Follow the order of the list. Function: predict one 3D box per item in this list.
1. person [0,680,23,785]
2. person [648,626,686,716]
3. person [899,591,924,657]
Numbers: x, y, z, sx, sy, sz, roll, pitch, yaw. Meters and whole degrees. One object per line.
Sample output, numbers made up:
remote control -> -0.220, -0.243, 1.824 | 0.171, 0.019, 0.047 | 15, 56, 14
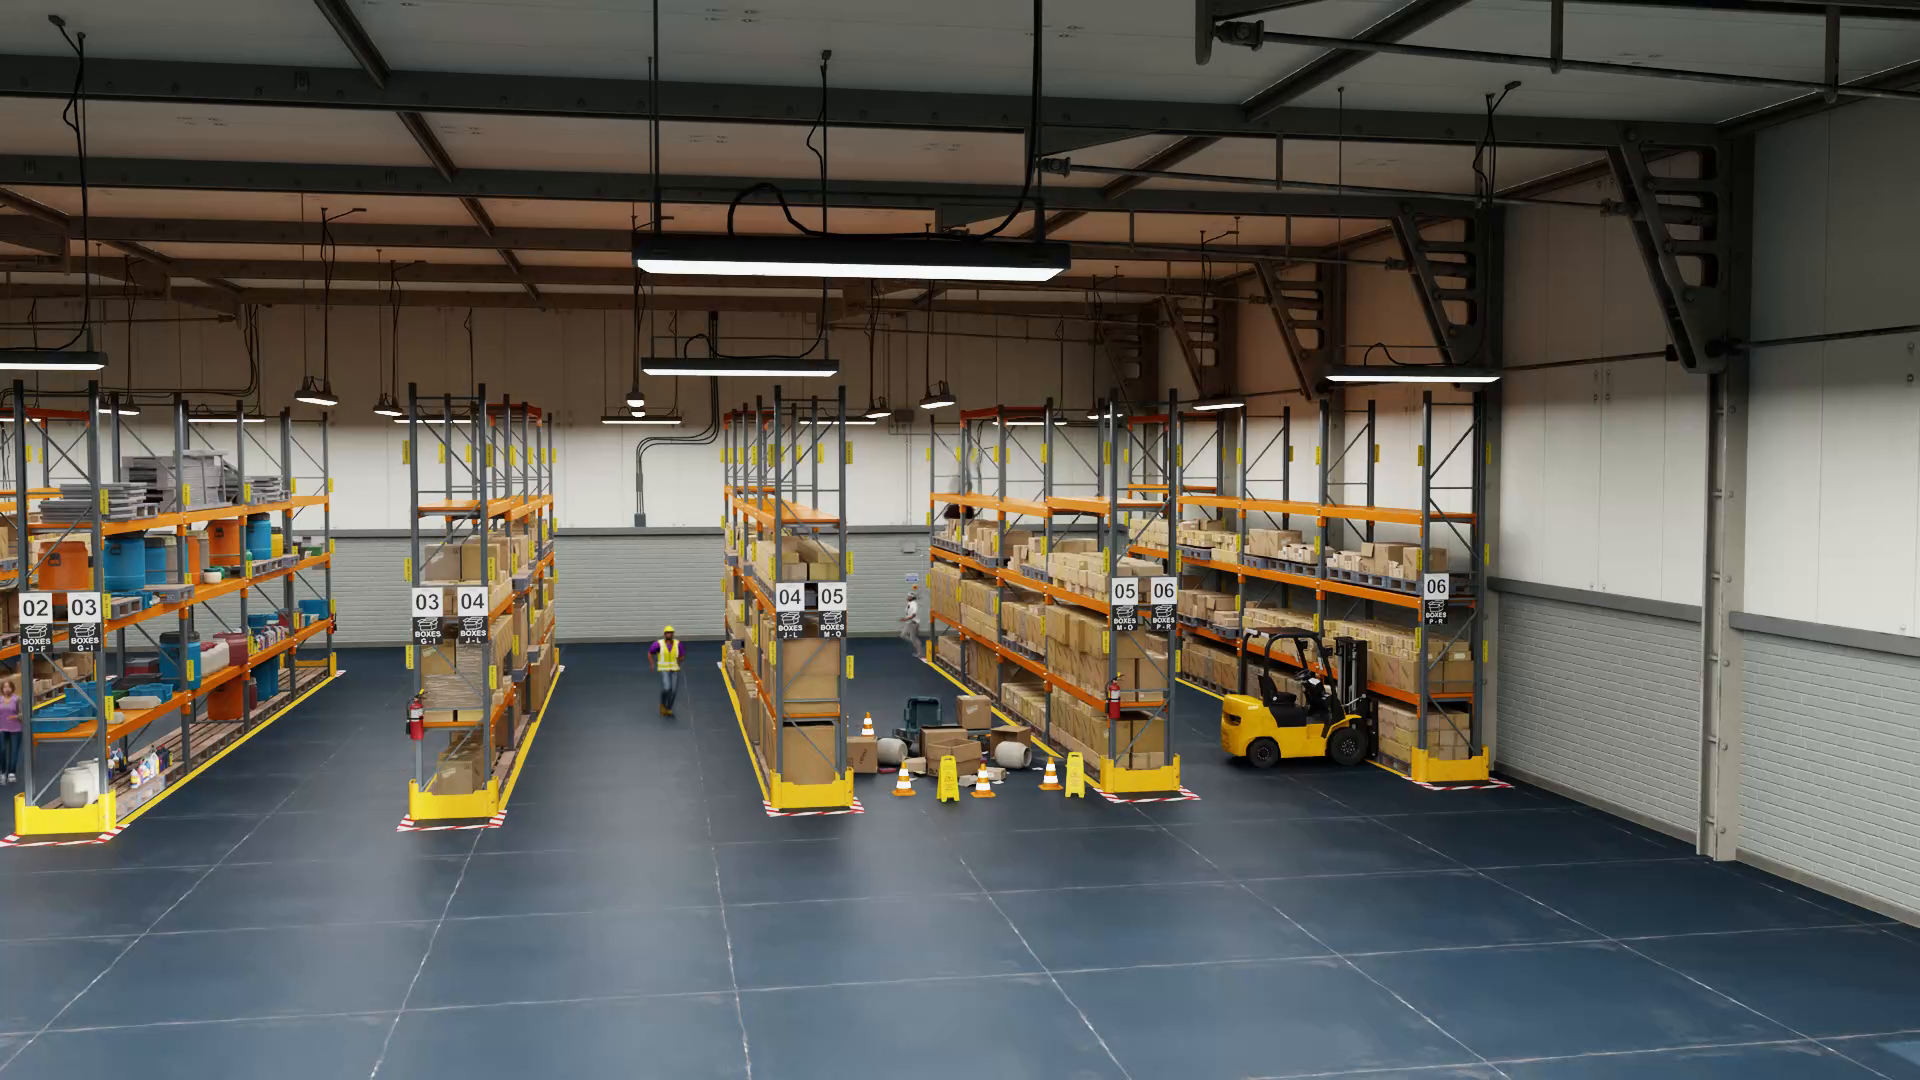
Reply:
person -> -14.469, 2.921, 25.249 | 0.508, 1.590, 0.663 | -2, 3, -32
person -> -5.575, 2.504, 31.842 | 0.684, 1.728, 0.650 | -1, 3, -25
person -> -1.219, 2.077, 41.340 | 0.660, 1.646, 0.553 | -1, 3, -16
